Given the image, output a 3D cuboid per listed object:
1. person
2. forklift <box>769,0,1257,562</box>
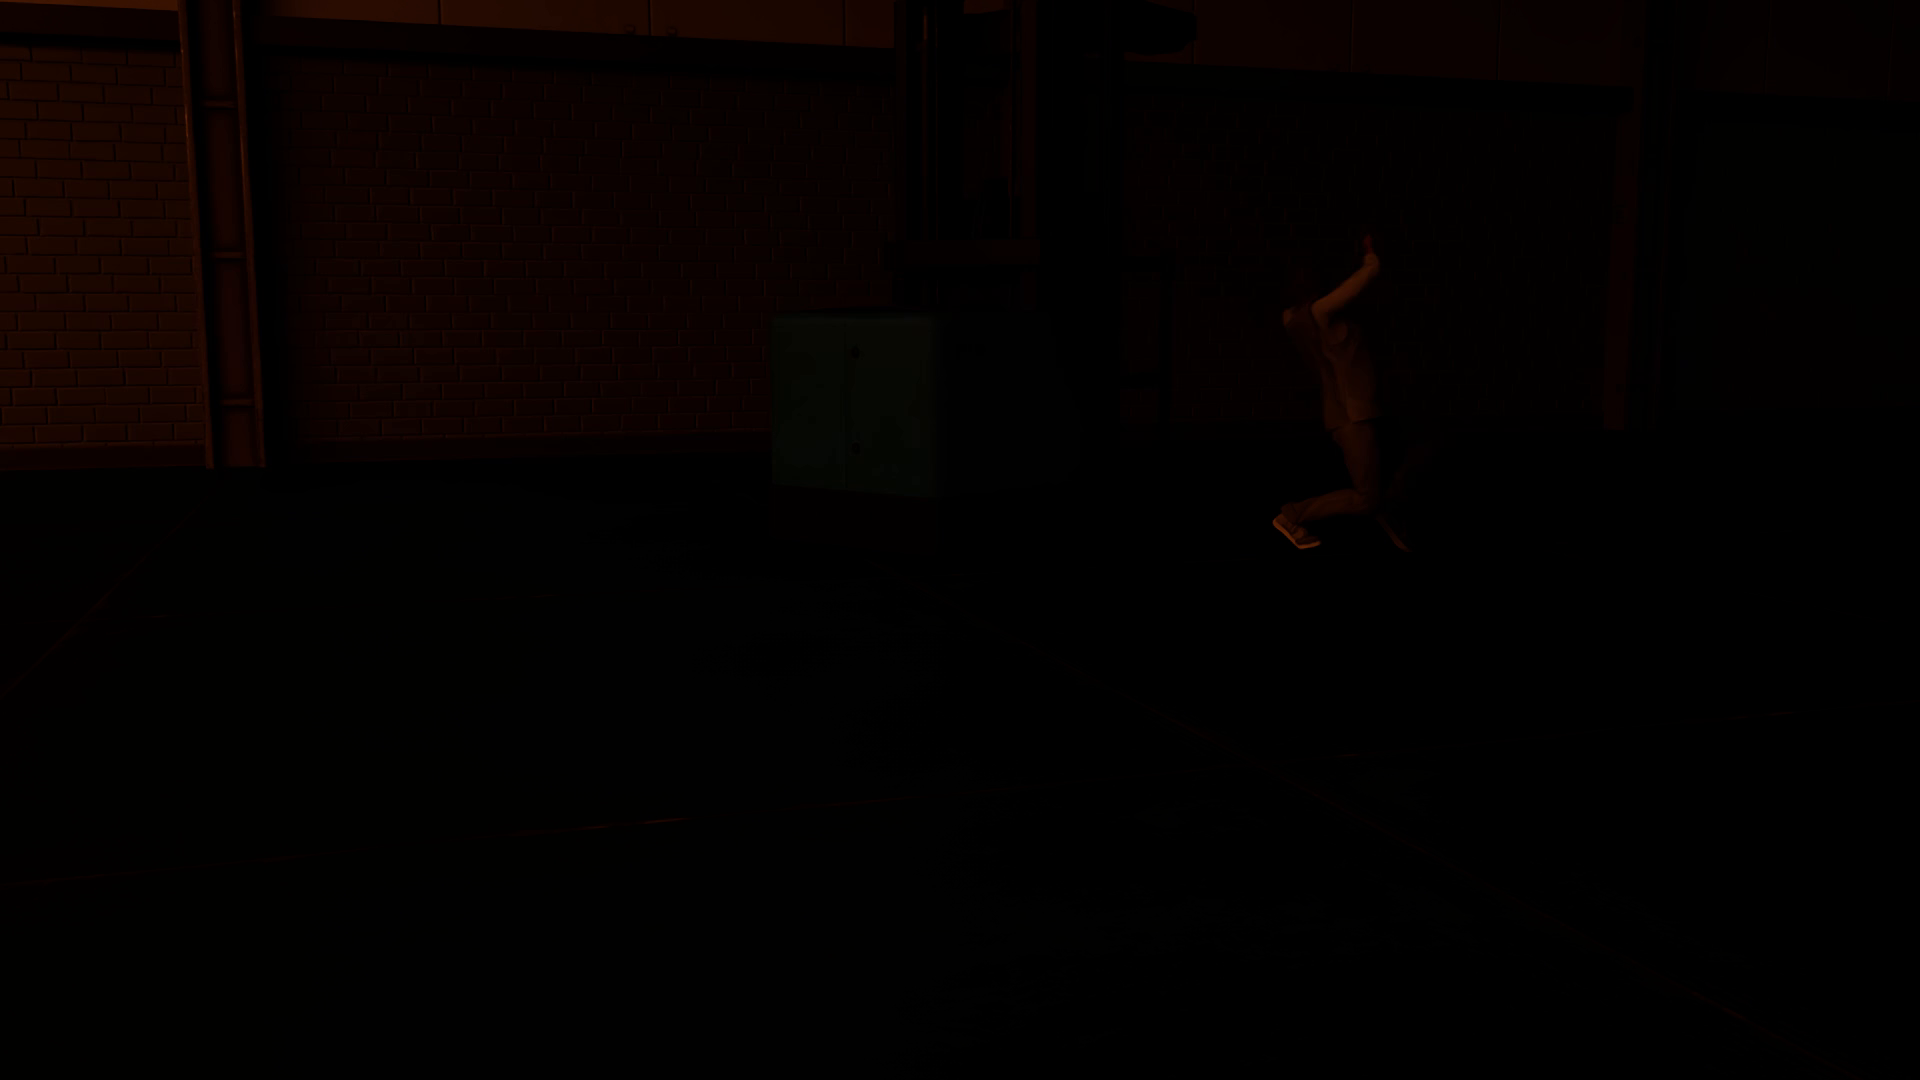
[{"bbox_3d":[1.844,-0.671,7.632,0.764,1.438,0.945,2,8,12],"label":"person"},{"bbox_3d":[0.452,-1.511,8.159,1.130,2.935,3.031,6,10,38],"label":"forklift"}]
